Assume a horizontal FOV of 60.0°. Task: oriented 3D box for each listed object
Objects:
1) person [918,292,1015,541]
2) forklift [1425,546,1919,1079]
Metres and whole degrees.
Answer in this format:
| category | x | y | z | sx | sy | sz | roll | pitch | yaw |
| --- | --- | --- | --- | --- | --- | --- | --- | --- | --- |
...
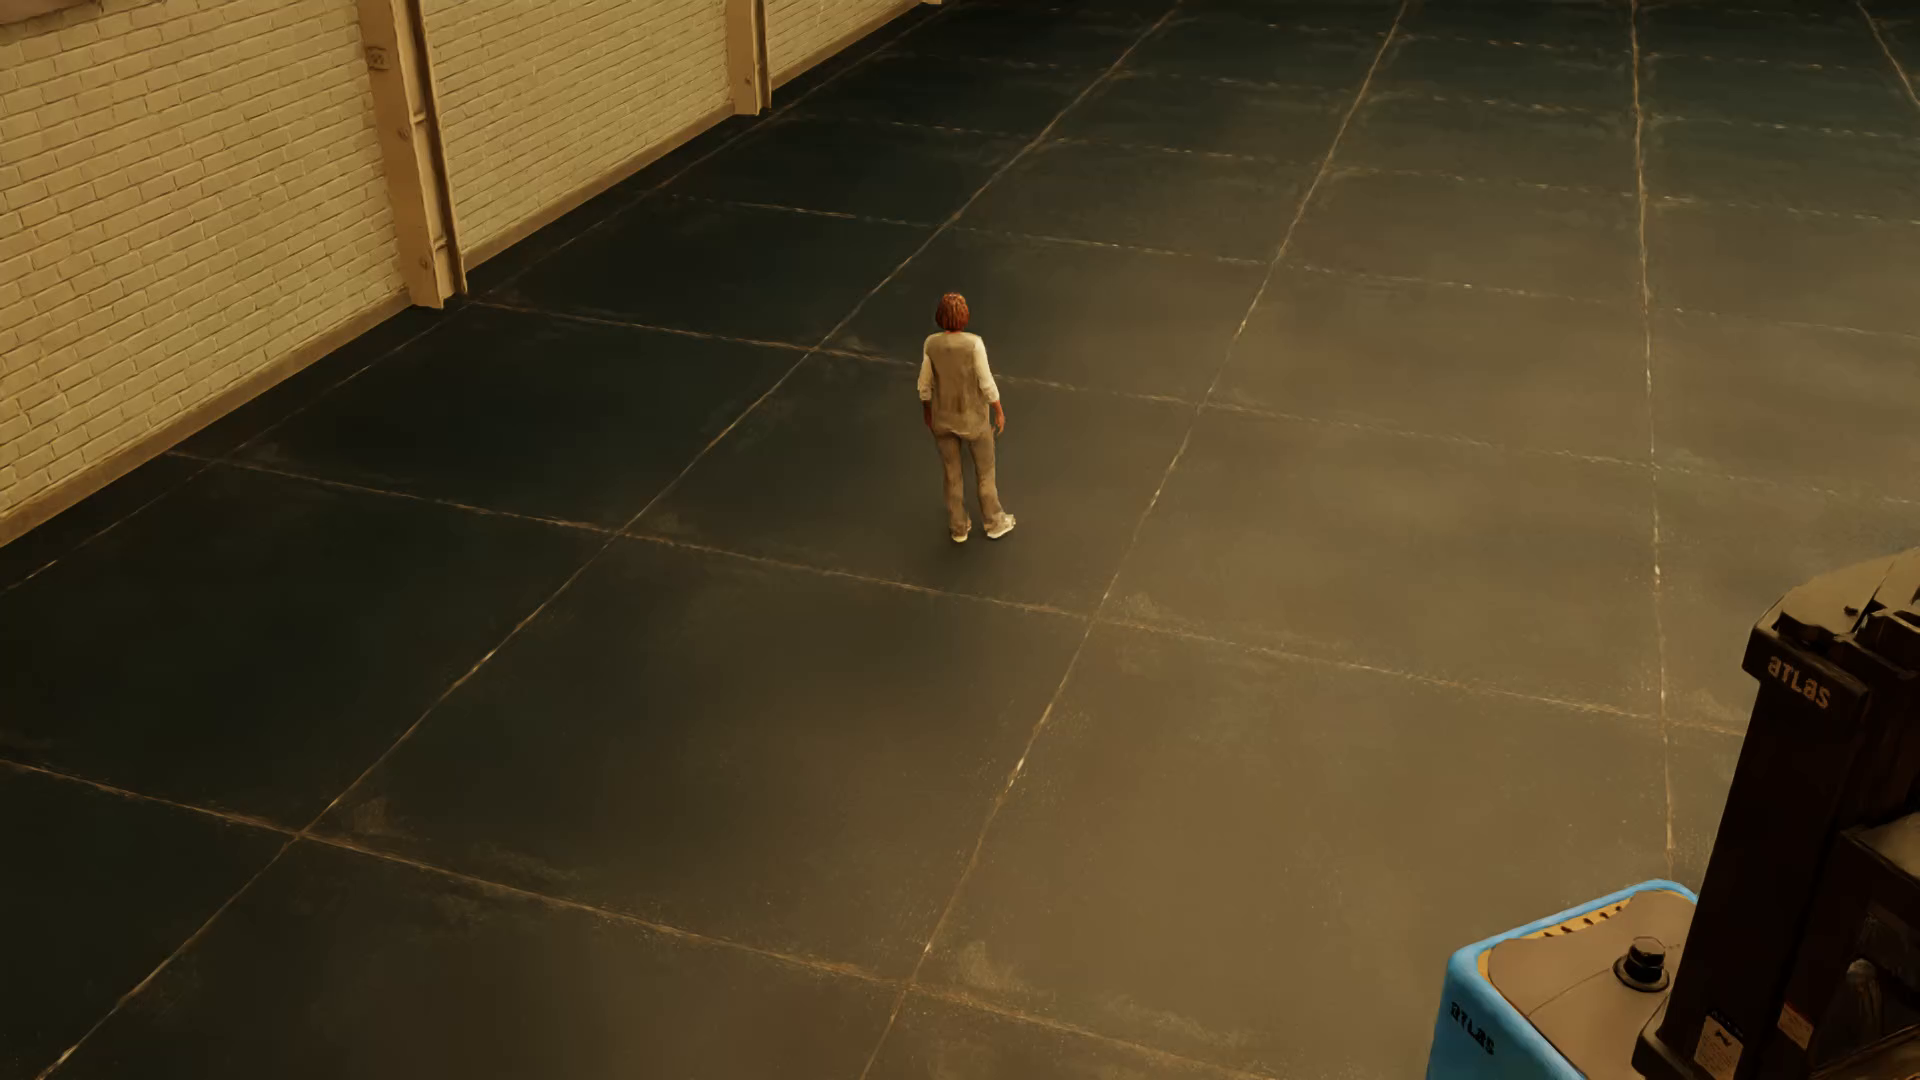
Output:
| category | x | y | z | sx | sy | sz | roll | pitch | yaw |
| --- | --- | --- | --- | --- | --- | --- | --- | --- | --- |
| person | 0.037 | -0.732 | 9.754 | 0.521 | 1.597 | 0.474 | 10 | 31 | 16 |
| forklift | 2.670 | 1.598 | 4.333 | 1.130 | 2.935 | 3.031 | -13 | 32 | -21 |
